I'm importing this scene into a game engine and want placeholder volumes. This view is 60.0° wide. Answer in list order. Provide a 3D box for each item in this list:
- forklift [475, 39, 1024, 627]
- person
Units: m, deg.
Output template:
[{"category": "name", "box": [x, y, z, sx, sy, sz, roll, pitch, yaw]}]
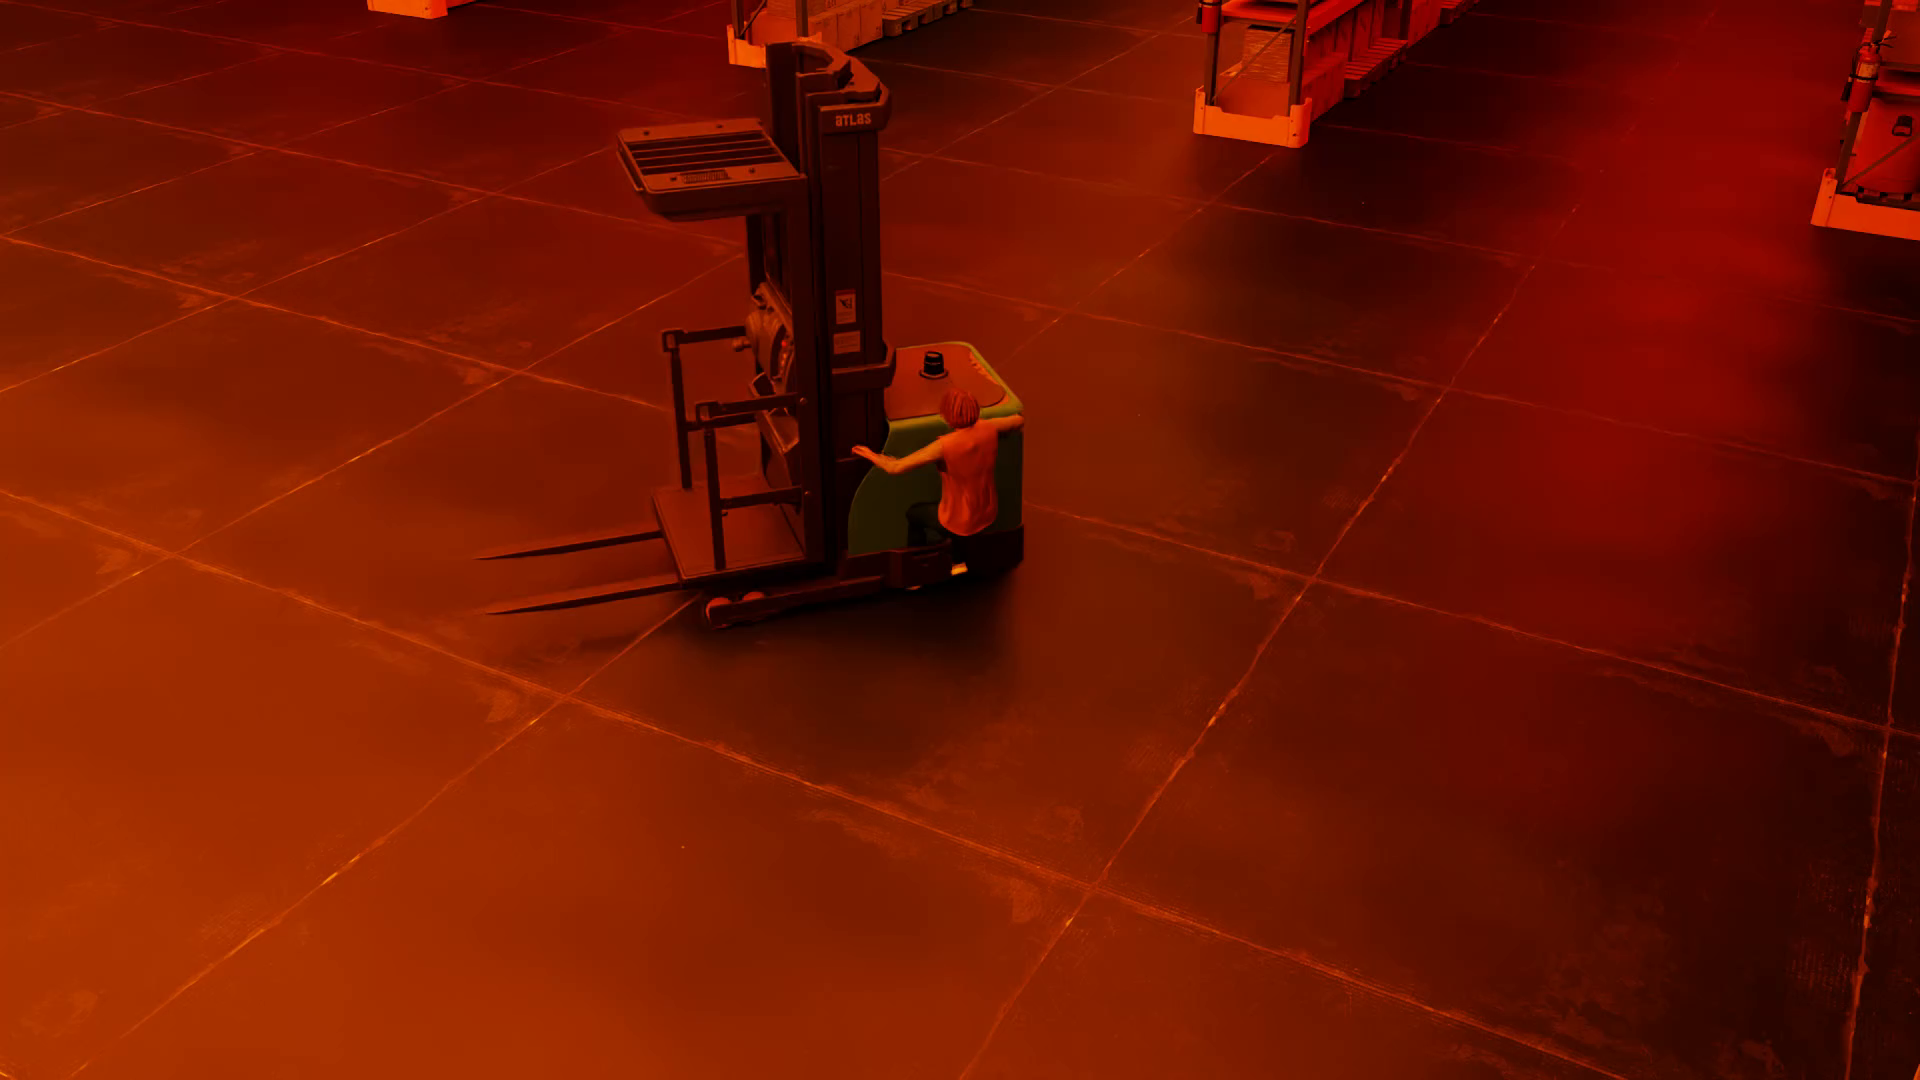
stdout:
[{"category": "forklift", "box": [-1.206, -1.082, 8.945, 3.031, 2.935, 1.130, -10, 31, -16]}, {"category": "person", "box": [-0.098, -0.304, 9.143, 0.893, 1.365, 0.756, -26, 39, -38]}]
